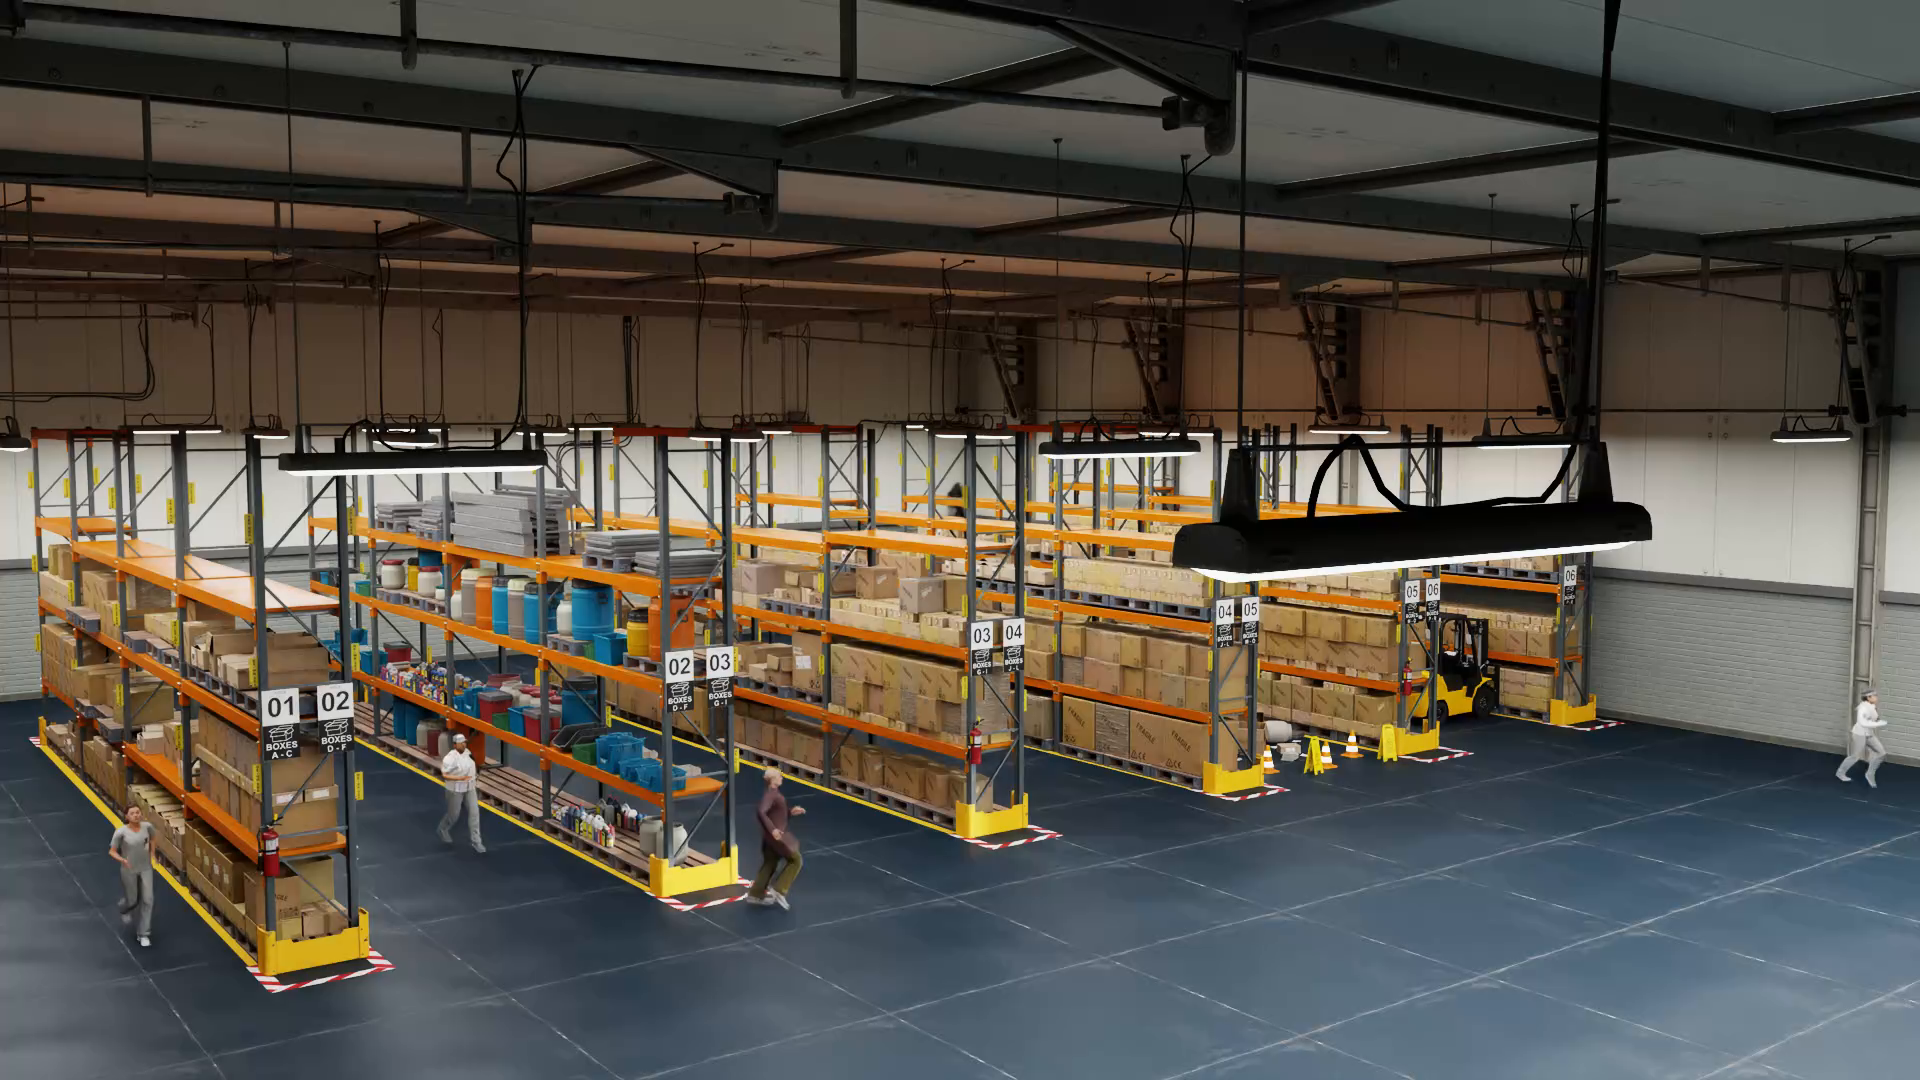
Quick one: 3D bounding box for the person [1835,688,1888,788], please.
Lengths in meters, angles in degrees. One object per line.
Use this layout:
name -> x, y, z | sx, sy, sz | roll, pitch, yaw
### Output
person -> 15.163, 3.301, 27.941 | 0.639, 1.697, 0.805 | -4, 6, -41

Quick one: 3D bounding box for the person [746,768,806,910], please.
person -> -2.325, 3.792, 21.108 | 0.772, 1.804, 0.671 | -2, 5, -20

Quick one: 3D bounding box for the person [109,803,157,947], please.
person -> -9.847, 3.955, 19.864 | 0.567, 1.665, 0.863 | -4, 6, -41

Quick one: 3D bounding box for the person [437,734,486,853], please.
person -> -7.188, 3.612, 23.888 | 0.934, 1.680, 0.602 | 4, 6, 39
